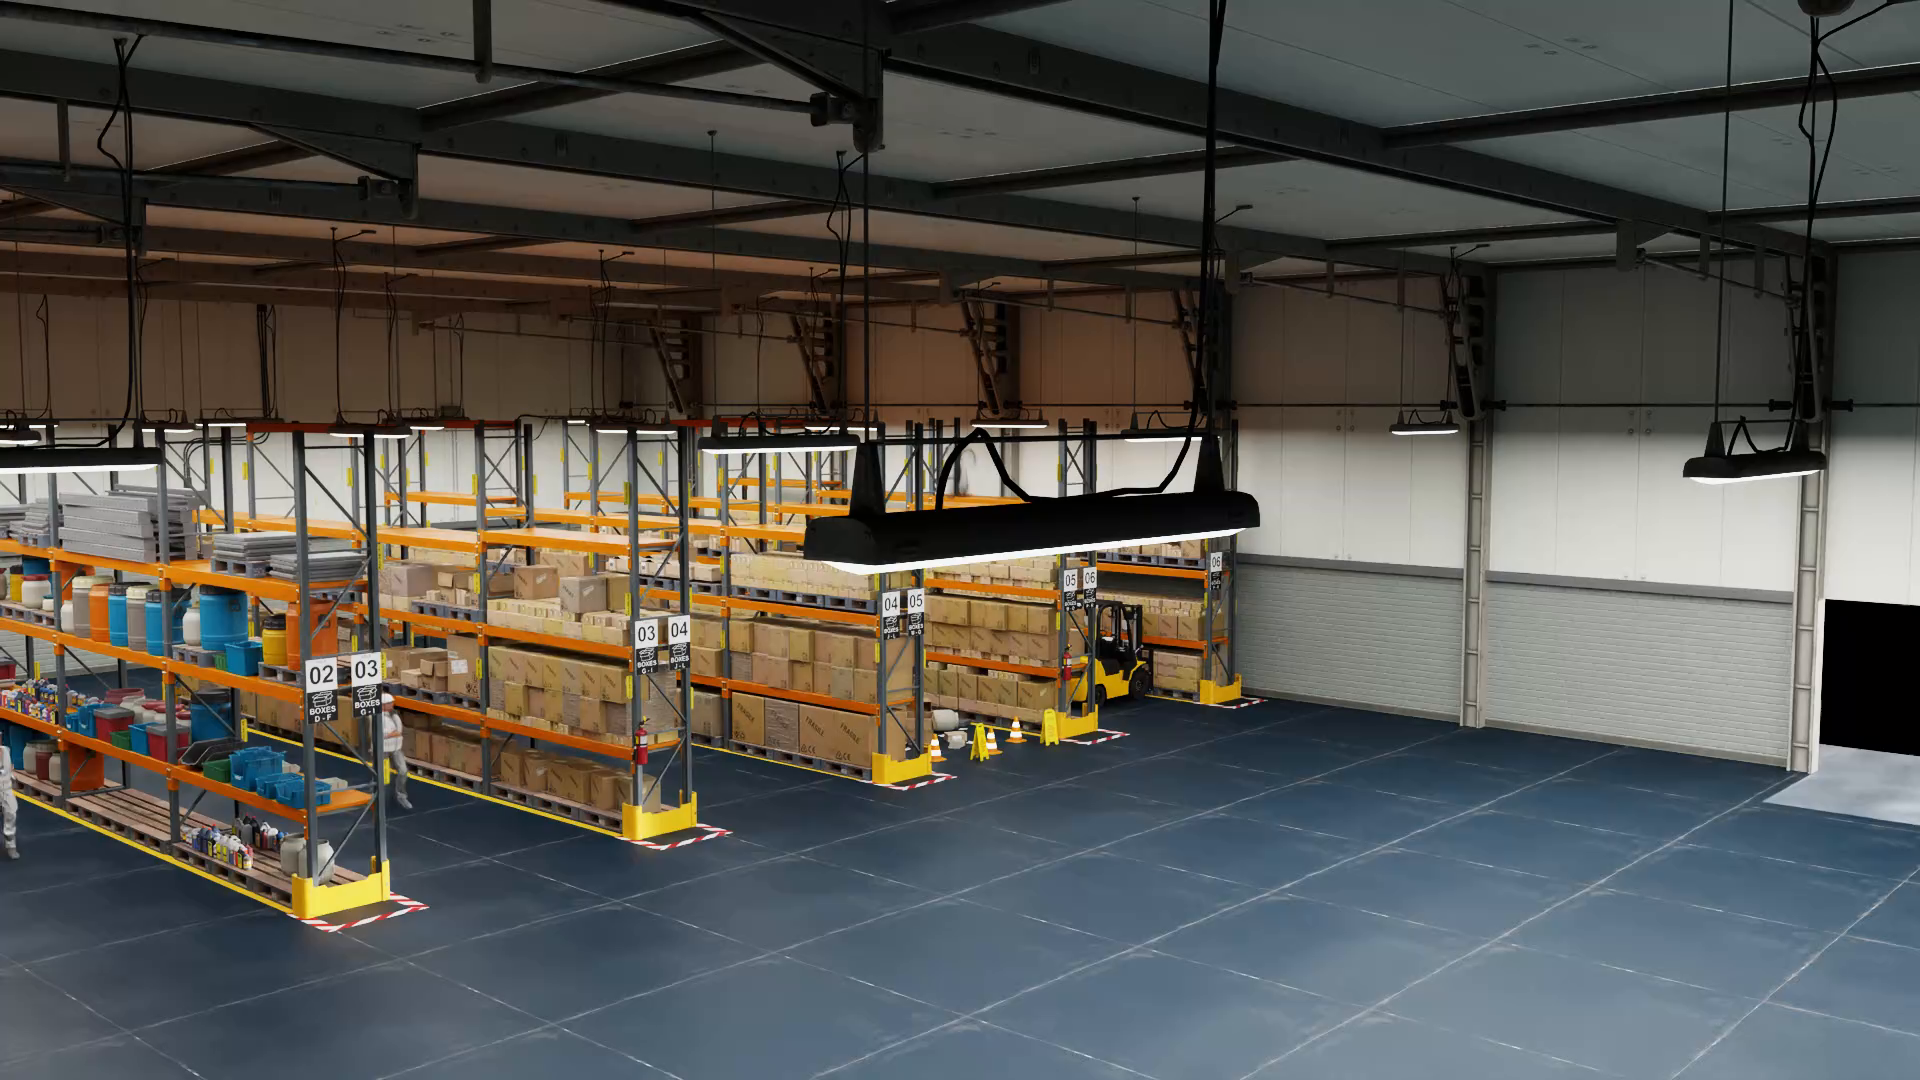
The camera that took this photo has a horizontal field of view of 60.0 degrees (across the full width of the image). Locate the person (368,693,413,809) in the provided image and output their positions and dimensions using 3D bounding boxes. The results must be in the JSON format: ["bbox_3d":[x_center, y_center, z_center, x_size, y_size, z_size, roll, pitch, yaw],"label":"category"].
[{"bbox_3d":[-8.997,3.260,26.083,0.805,1.728,0.643,3,5,32],"label":"person"}]

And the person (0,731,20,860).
[{"bbox_3d":[-13.476,3.518,23.216,0.905,1.825,0.652,3,6,33],"label":"person"}]
